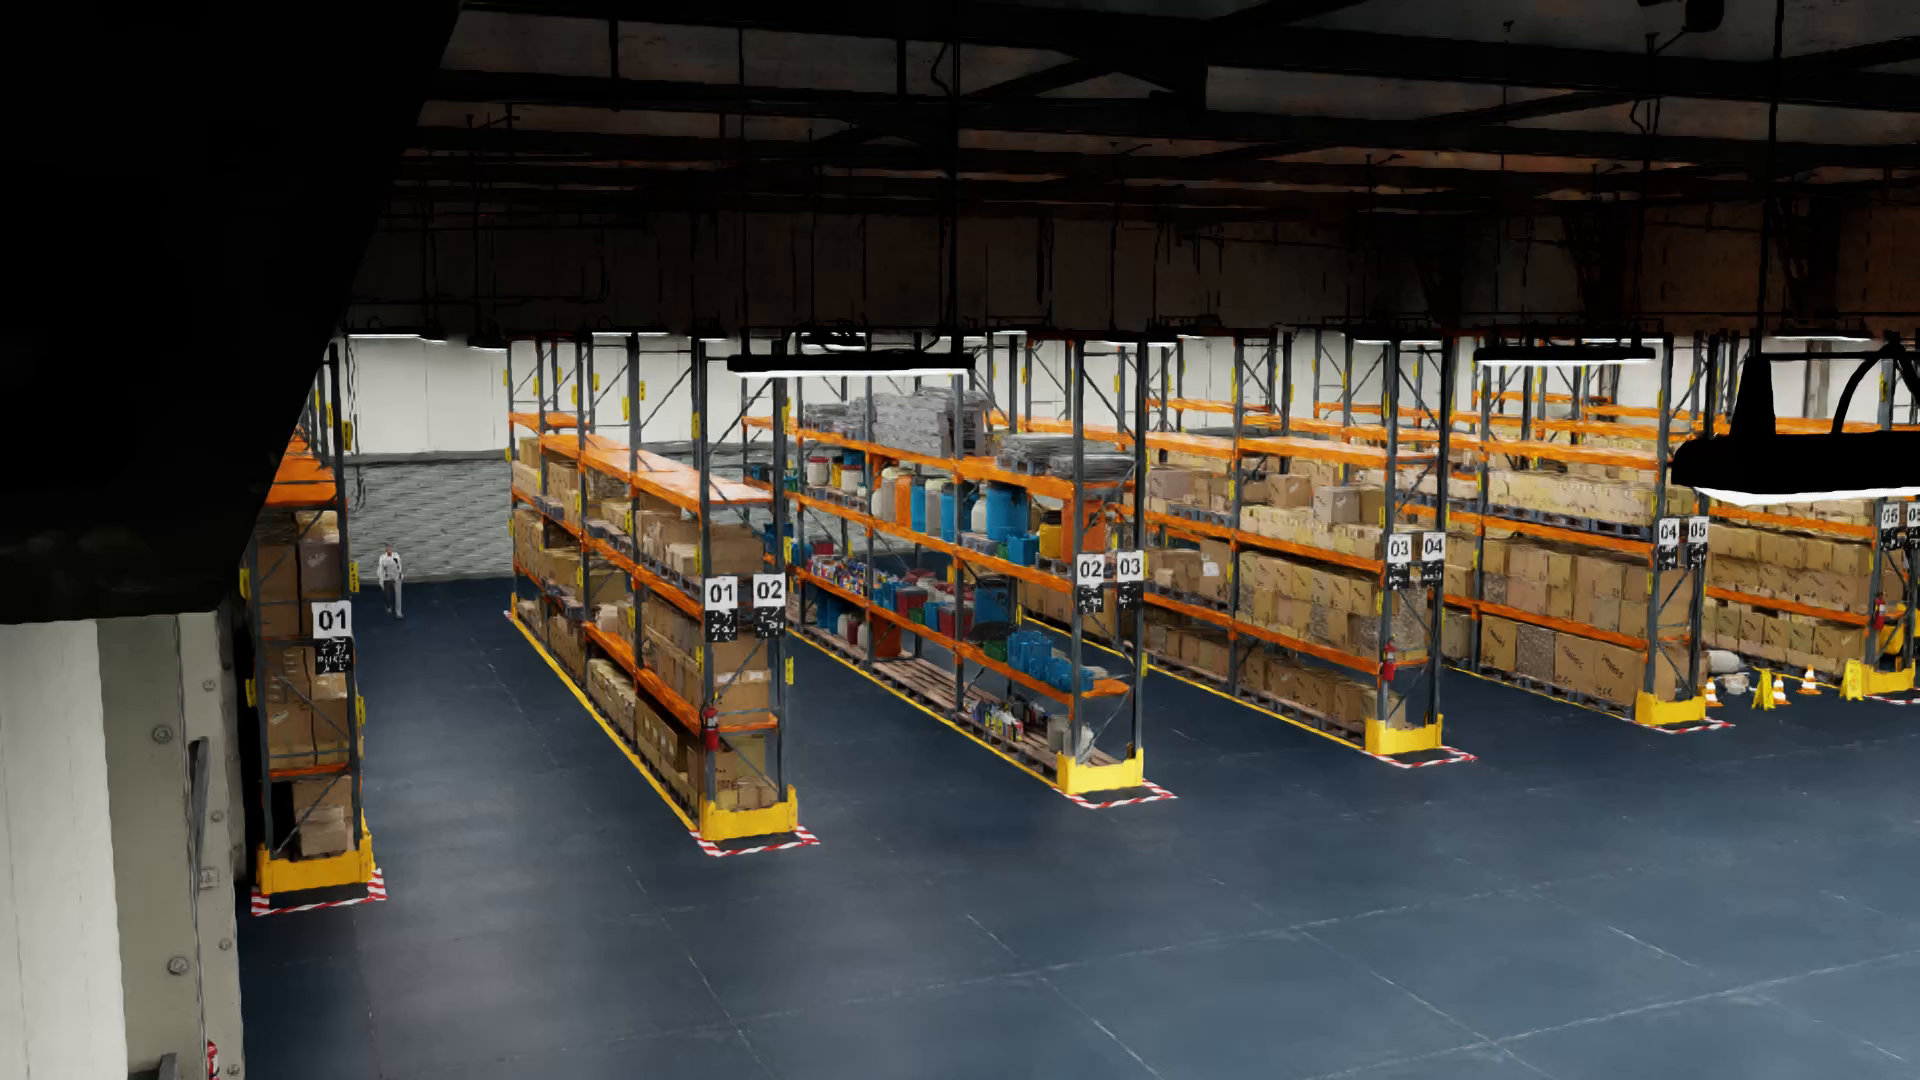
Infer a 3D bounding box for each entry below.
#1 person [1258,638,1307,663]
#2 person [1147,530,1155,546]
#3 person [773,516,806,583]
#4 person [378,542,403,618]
[{"bbox_3d":[5.785,1.411,30.102,0.691,1.658,0.860,-6,10,-39],"label":"person"},{"bbox_3d":[4.726,-0.257,41.898,0.712,1.776,0.464,5,9,33],"label":"person"},{"bbox_3d":[-4.095,0.214,39.112,0.609,1.598,0.814,-6,10,-39],"label":"person"},{"bbox_3d":[-11.899,0.805,34.727,0.482,1.586,1.086,-3,8,-20],"label":"person"}]
